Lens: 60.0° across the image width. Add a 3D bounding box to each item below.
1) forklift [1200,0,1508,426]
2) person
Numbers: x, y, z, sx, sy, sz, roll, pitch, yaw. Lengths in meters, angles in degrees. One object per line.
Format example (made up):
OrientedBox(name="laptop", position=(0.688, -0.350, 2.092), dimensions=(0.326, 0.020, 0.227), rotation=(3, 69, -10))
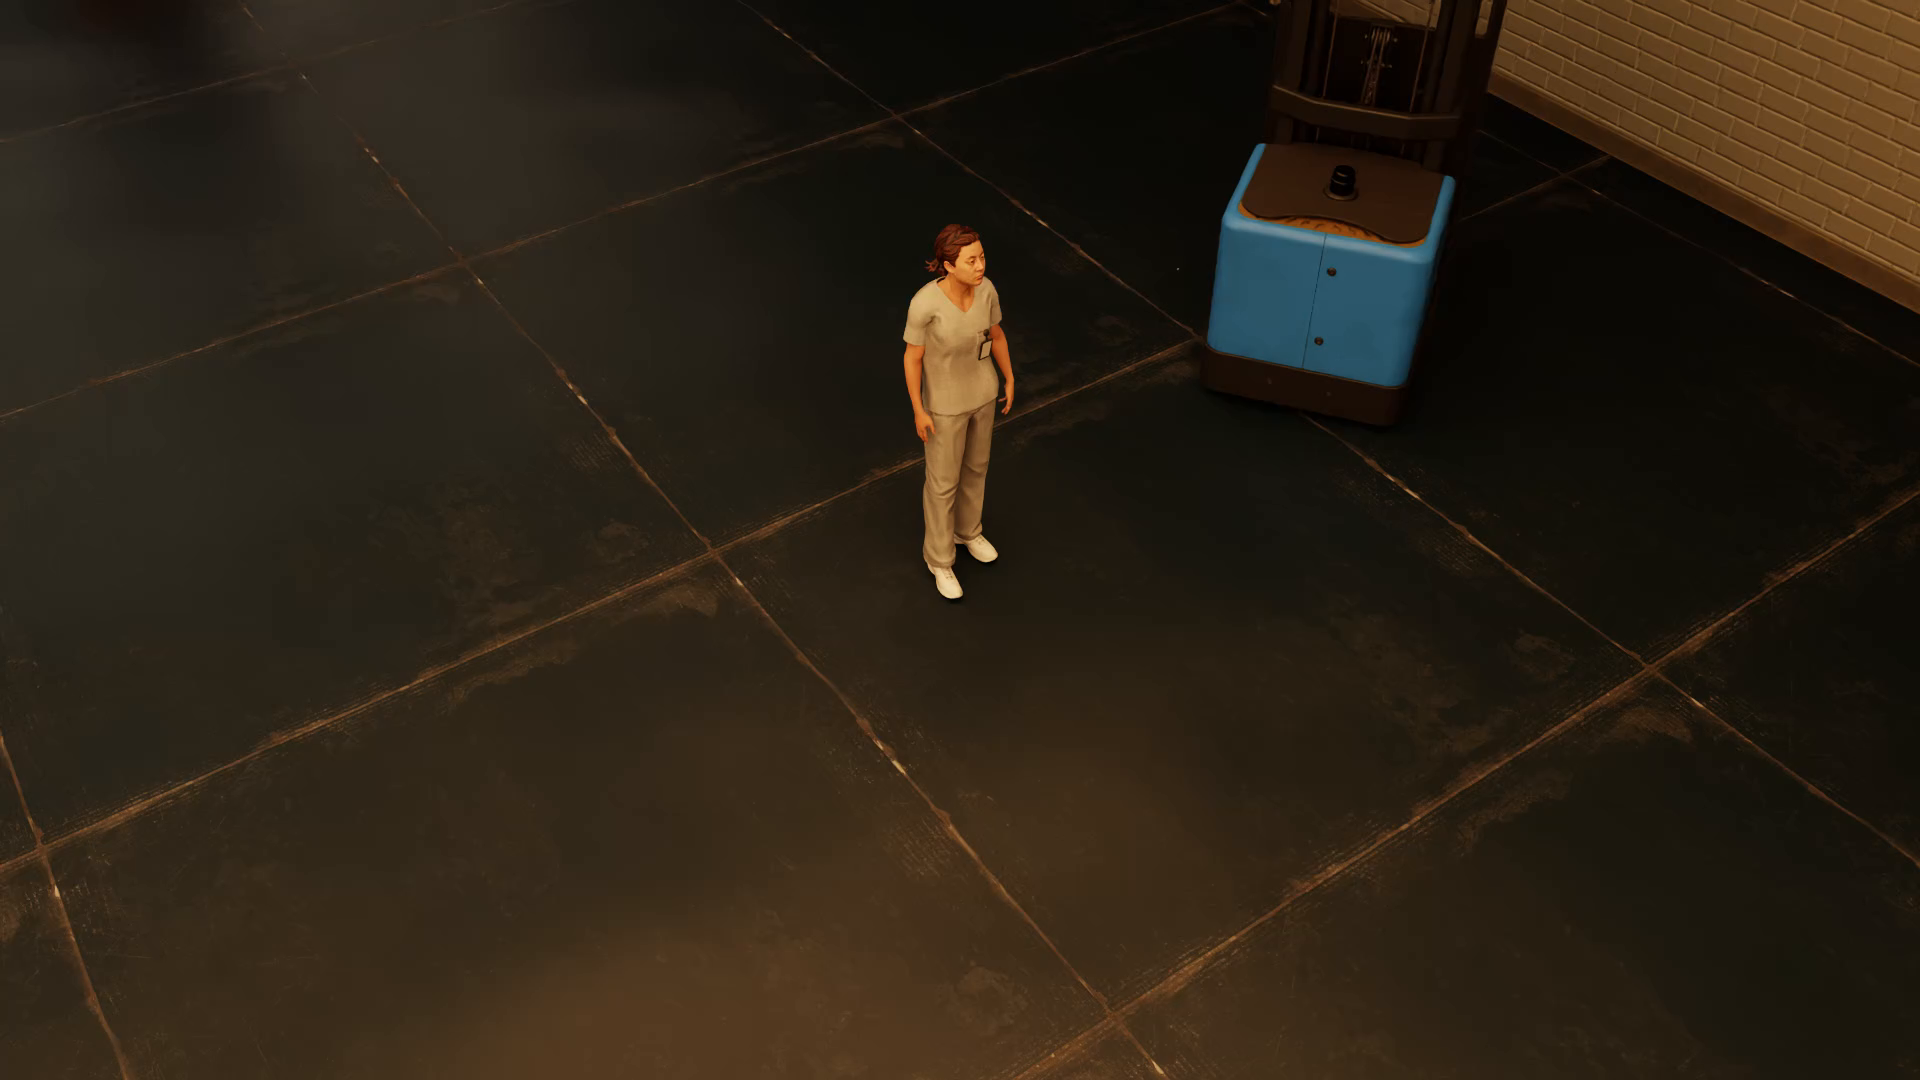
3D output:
OrientedBox(name="forklift", position=(2.236, -2.663, 8.606), dimensions=(1.130, 2.935, 3.031), rotation=(14, 44, 15))
OrientedBox(name="person", position=(0.031, -0.575, 7.255), dimensions=(0.549, 1.673, 0.548), rotation=(-25, 48, -25))
